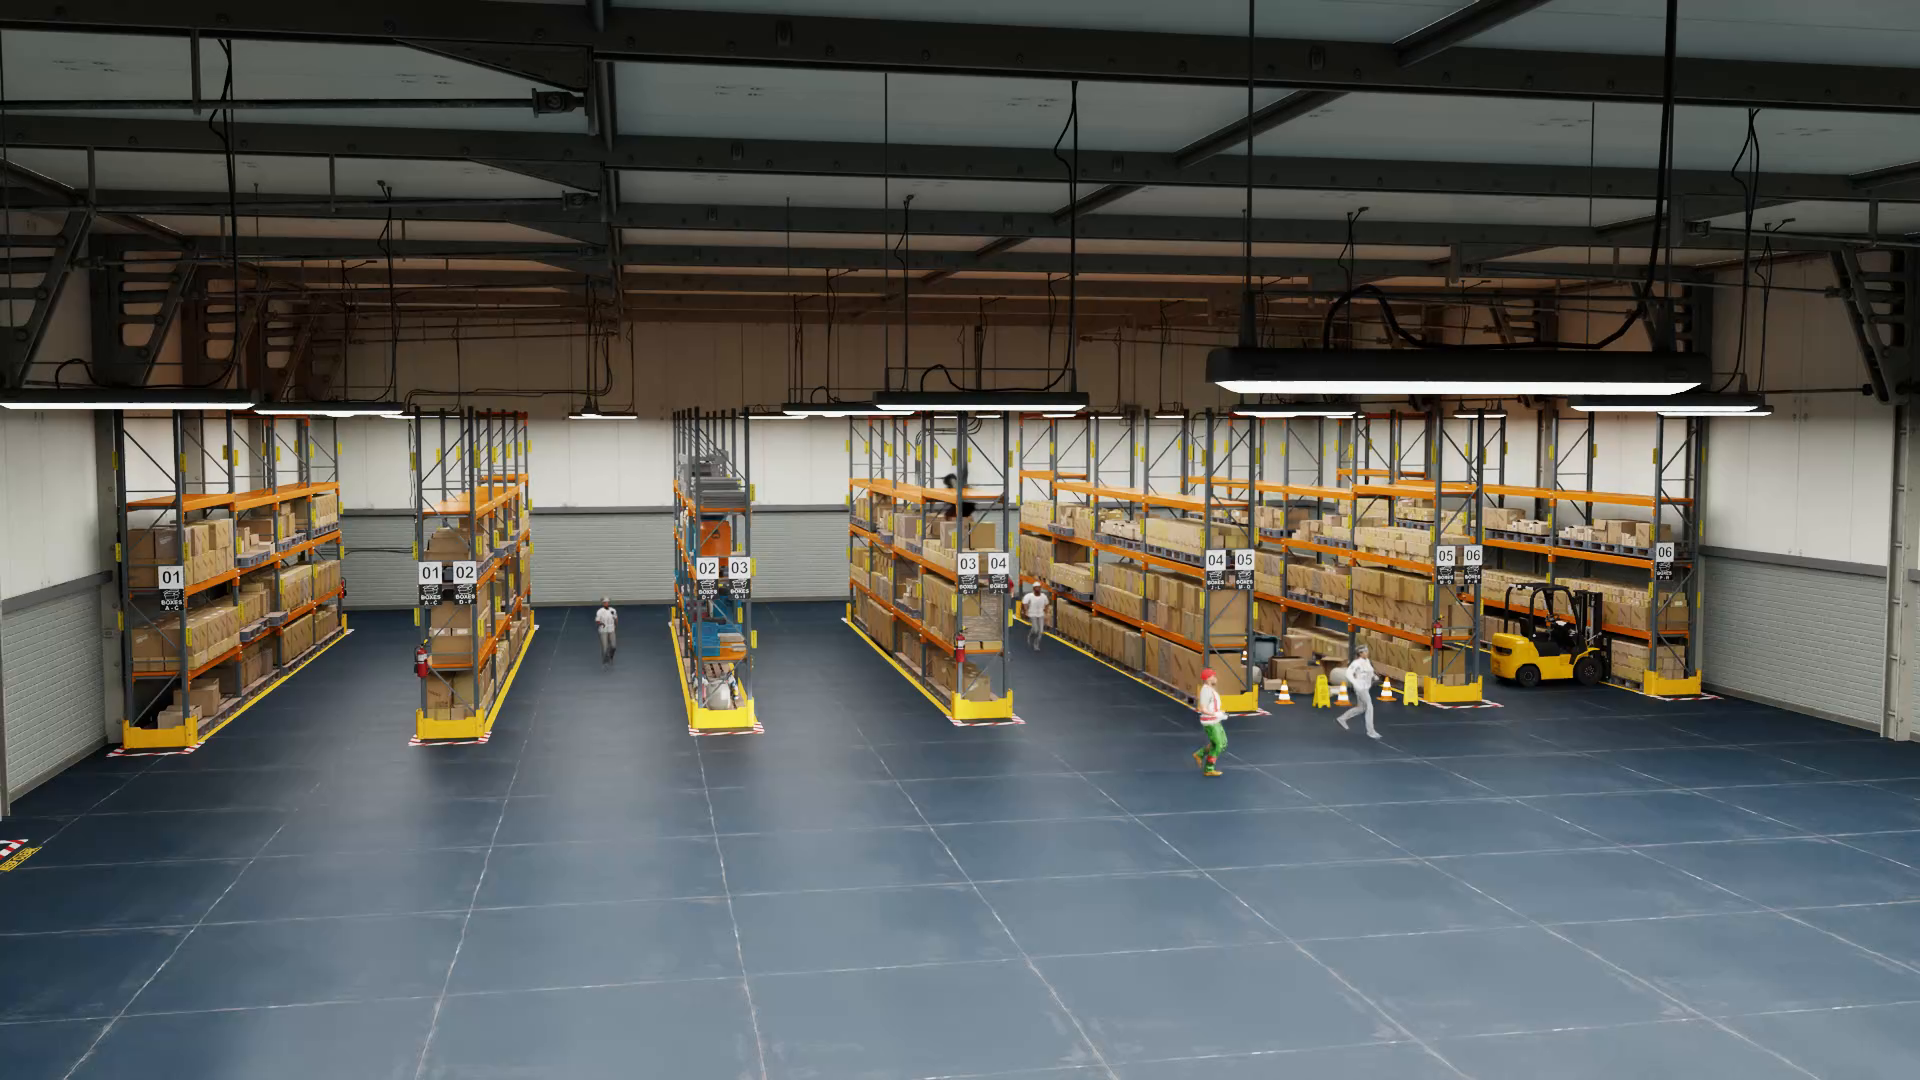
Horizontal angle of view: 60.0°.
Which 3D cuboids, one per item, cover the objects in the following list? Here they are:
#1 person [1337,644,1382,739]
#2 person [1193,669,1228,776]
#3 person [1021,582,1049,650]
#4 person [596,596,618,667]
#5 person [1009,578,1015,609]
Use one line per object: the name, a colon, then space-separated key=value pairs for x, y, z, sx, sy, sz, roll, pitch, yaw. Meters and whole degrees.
person: x=7.310 y=2.726 z=30.305 sx=0.842 sy=1.710 sz=0.603 roll=3 pitch=5 yaw=34
person: x=4.057 y=2.941 z=26.857 sx=0.612 sy=1.739 sz=0.651 roll=1 pitch=4 yaw=17
person: x=1.920 y=1.908 z=41.549 sx=0.698 sy=1.720 sz=0.576 roll=-1 pitch=4 yaw=-15
person: x=-8.172 y=2.138 z=38.621 sx=0.554 sy=1.665 sz=0.611 roll=-2 pitch=4 yaw=-22
person: x=1.191 y=1.651 z=45.593 sx=0.661 sy=1.705 sz=0.673 roll=-1 pitch=4 yaw=-13
